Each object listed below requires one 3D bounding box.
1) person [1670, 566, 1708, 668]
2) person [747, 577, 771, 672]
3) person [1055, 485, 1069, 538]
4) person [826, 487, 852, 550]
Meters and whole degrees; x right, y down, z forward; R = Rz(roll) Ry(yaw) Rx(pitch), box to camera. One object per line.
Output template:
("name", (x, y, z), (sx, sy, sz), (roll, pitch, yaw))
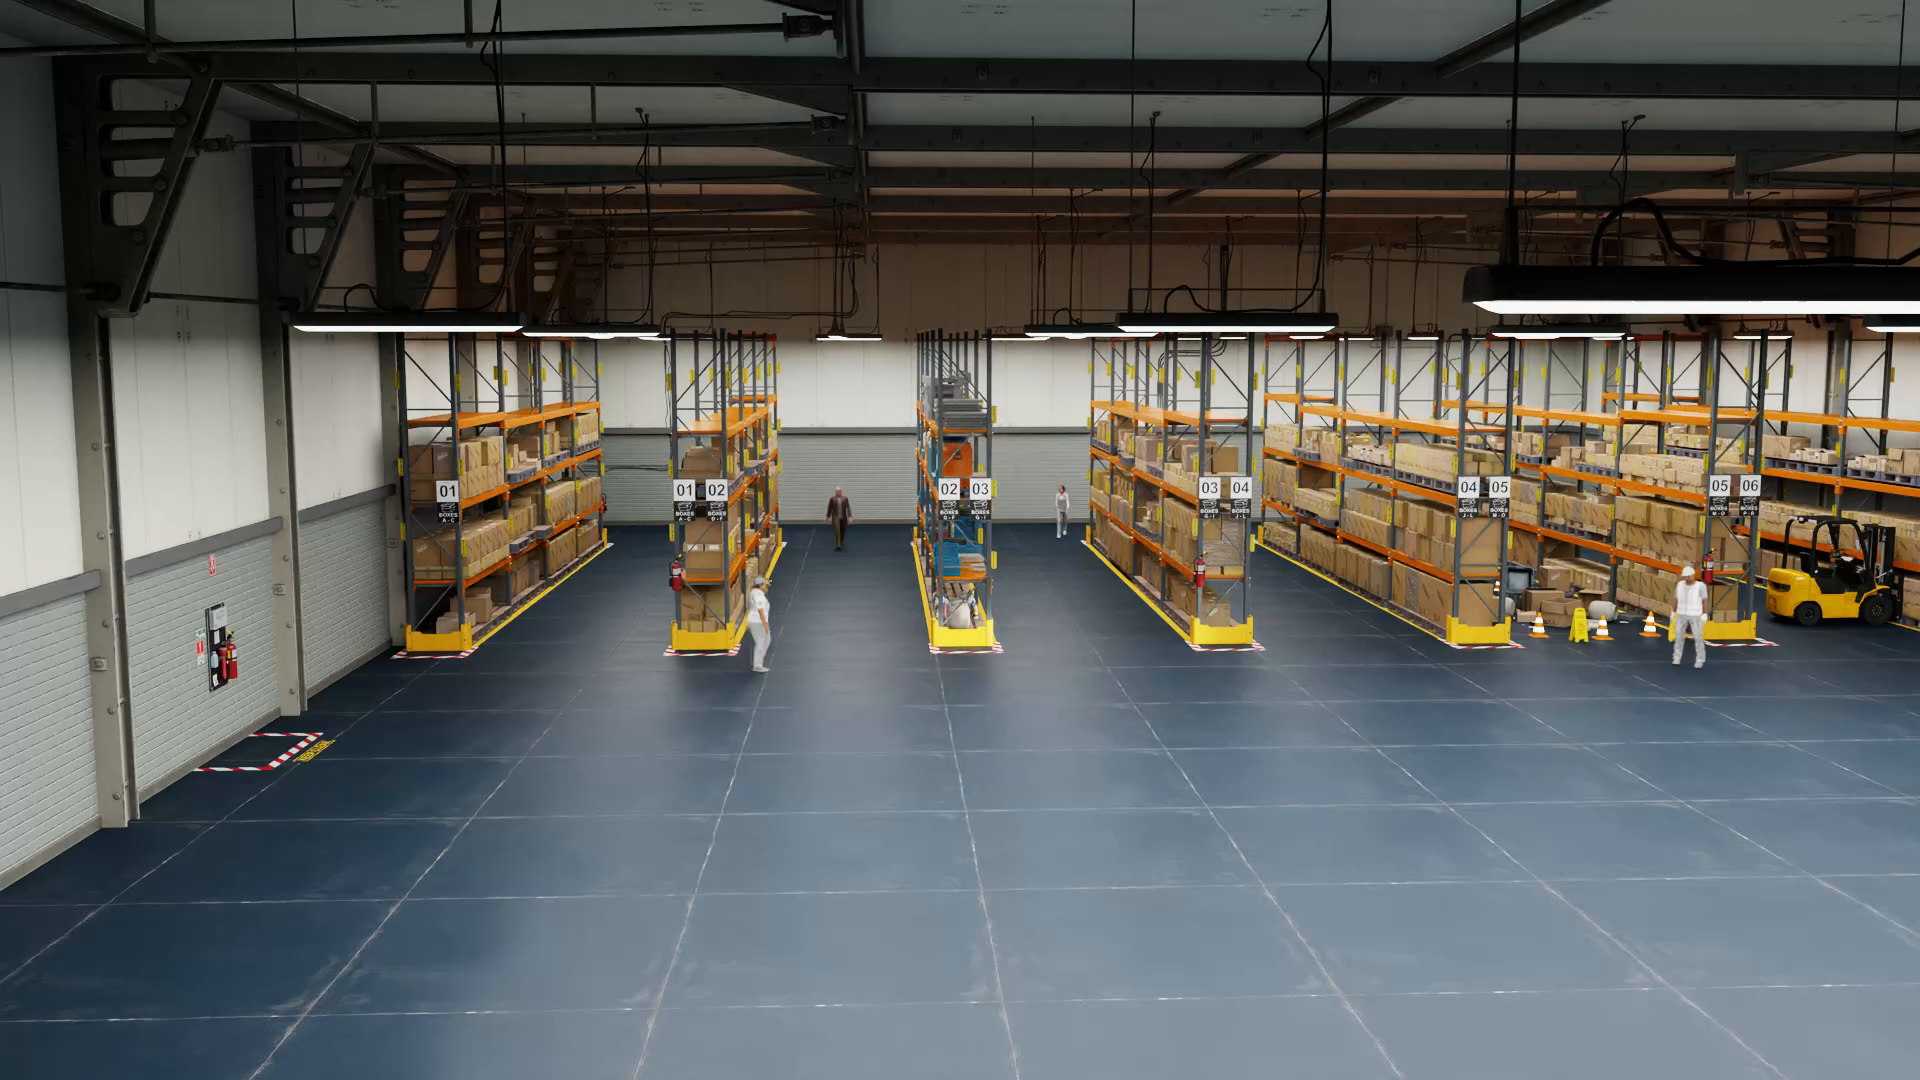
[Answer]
("person", (12.967, 1.348, 29.606), (0.408, 1.780, 0.636), (-7, 9, -45))
("person", (-3.537, 1.493, 29.197), (0.407, 1.708, 0.544), (0, 7, -4))
("person", (3.028, -0.860, 49.252), (0.404, 1.546, 0.977), (0, 7, 2))
("person", (-3.383, -0.599, 46.602), (0.704, 1.696, 1.042), (-2, 7, -14))
